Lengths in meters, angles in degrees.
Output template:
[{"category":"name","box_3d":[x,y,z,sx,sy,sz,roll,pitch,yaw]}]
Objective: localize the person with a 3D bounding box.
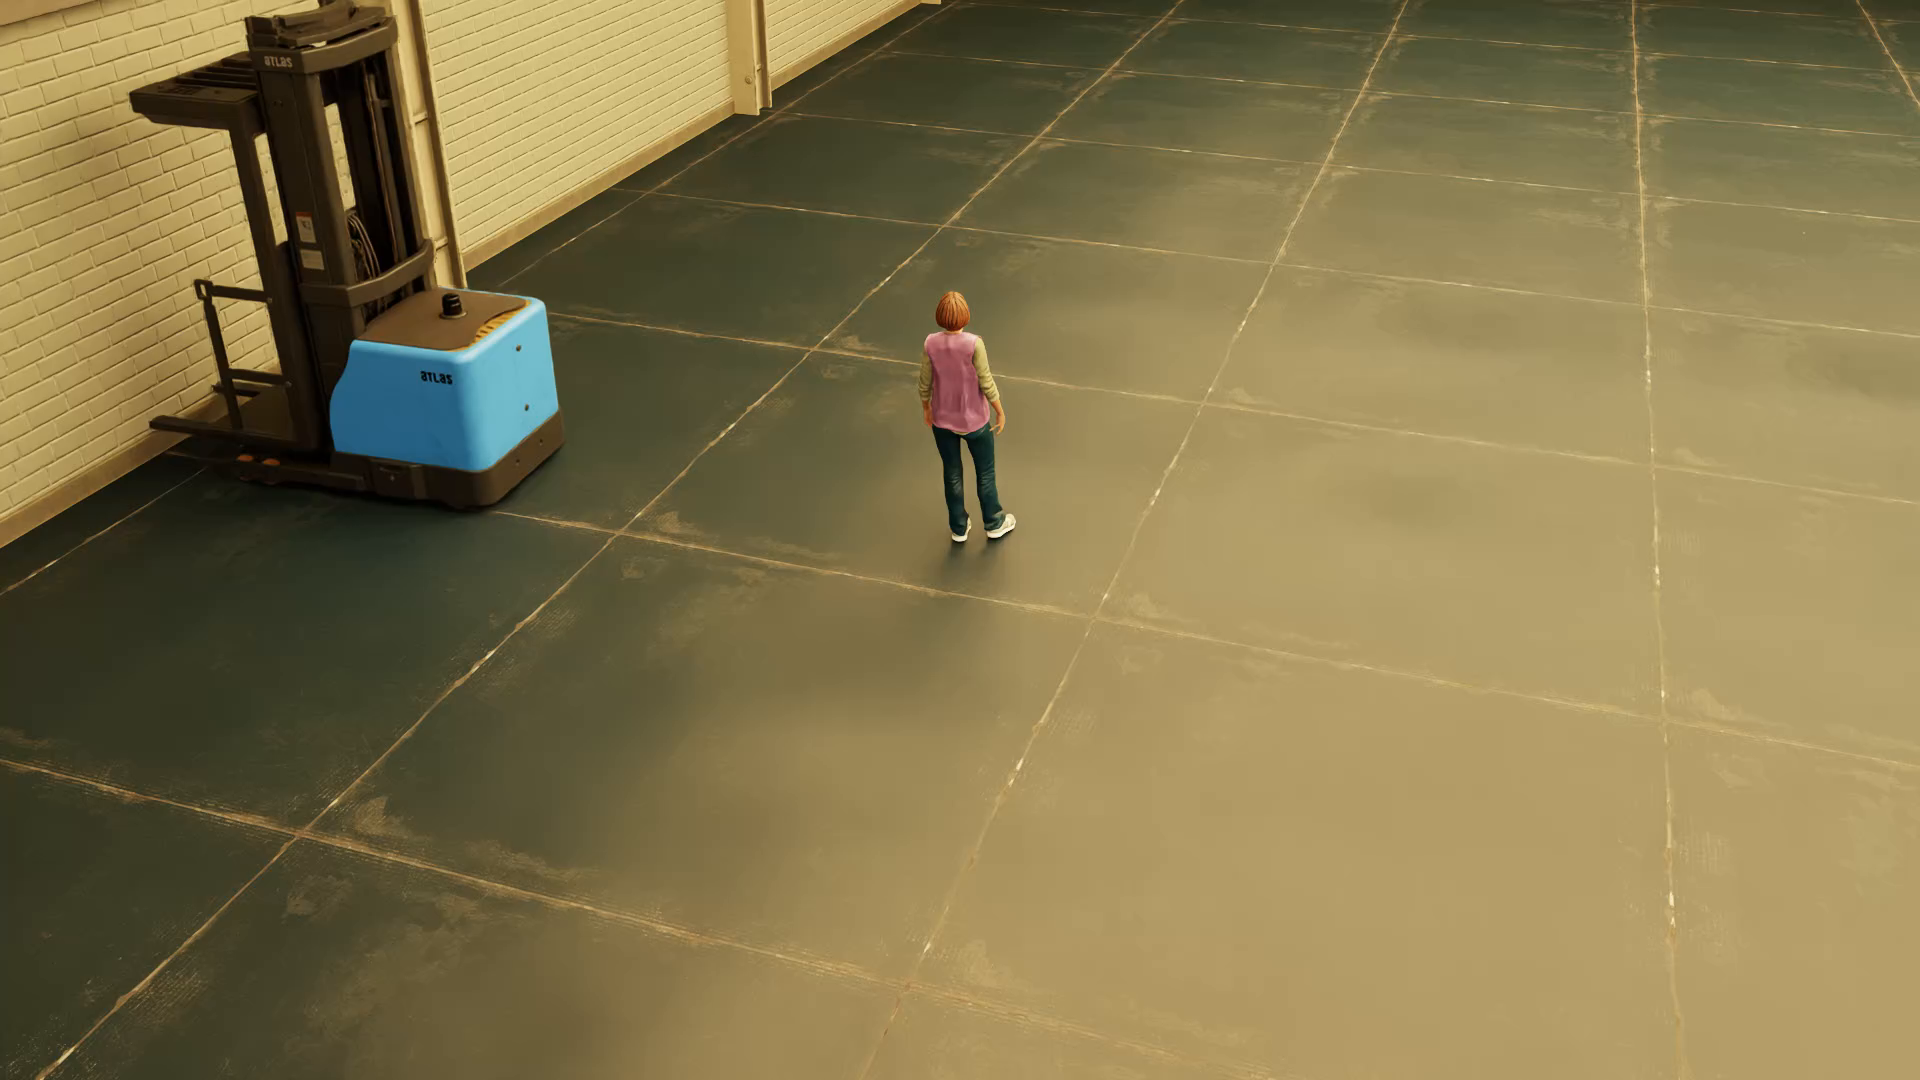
[{"category":"person","box_3d":[0.038,-0.733,9.754,0.520,1.599,0.473,10,31,16]}]

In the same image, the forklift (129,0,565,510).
[{"category":"forklift","box_3d":[-4.213,-1.869,10.416,3.031,2.935,1.130,8,31,14]}]
